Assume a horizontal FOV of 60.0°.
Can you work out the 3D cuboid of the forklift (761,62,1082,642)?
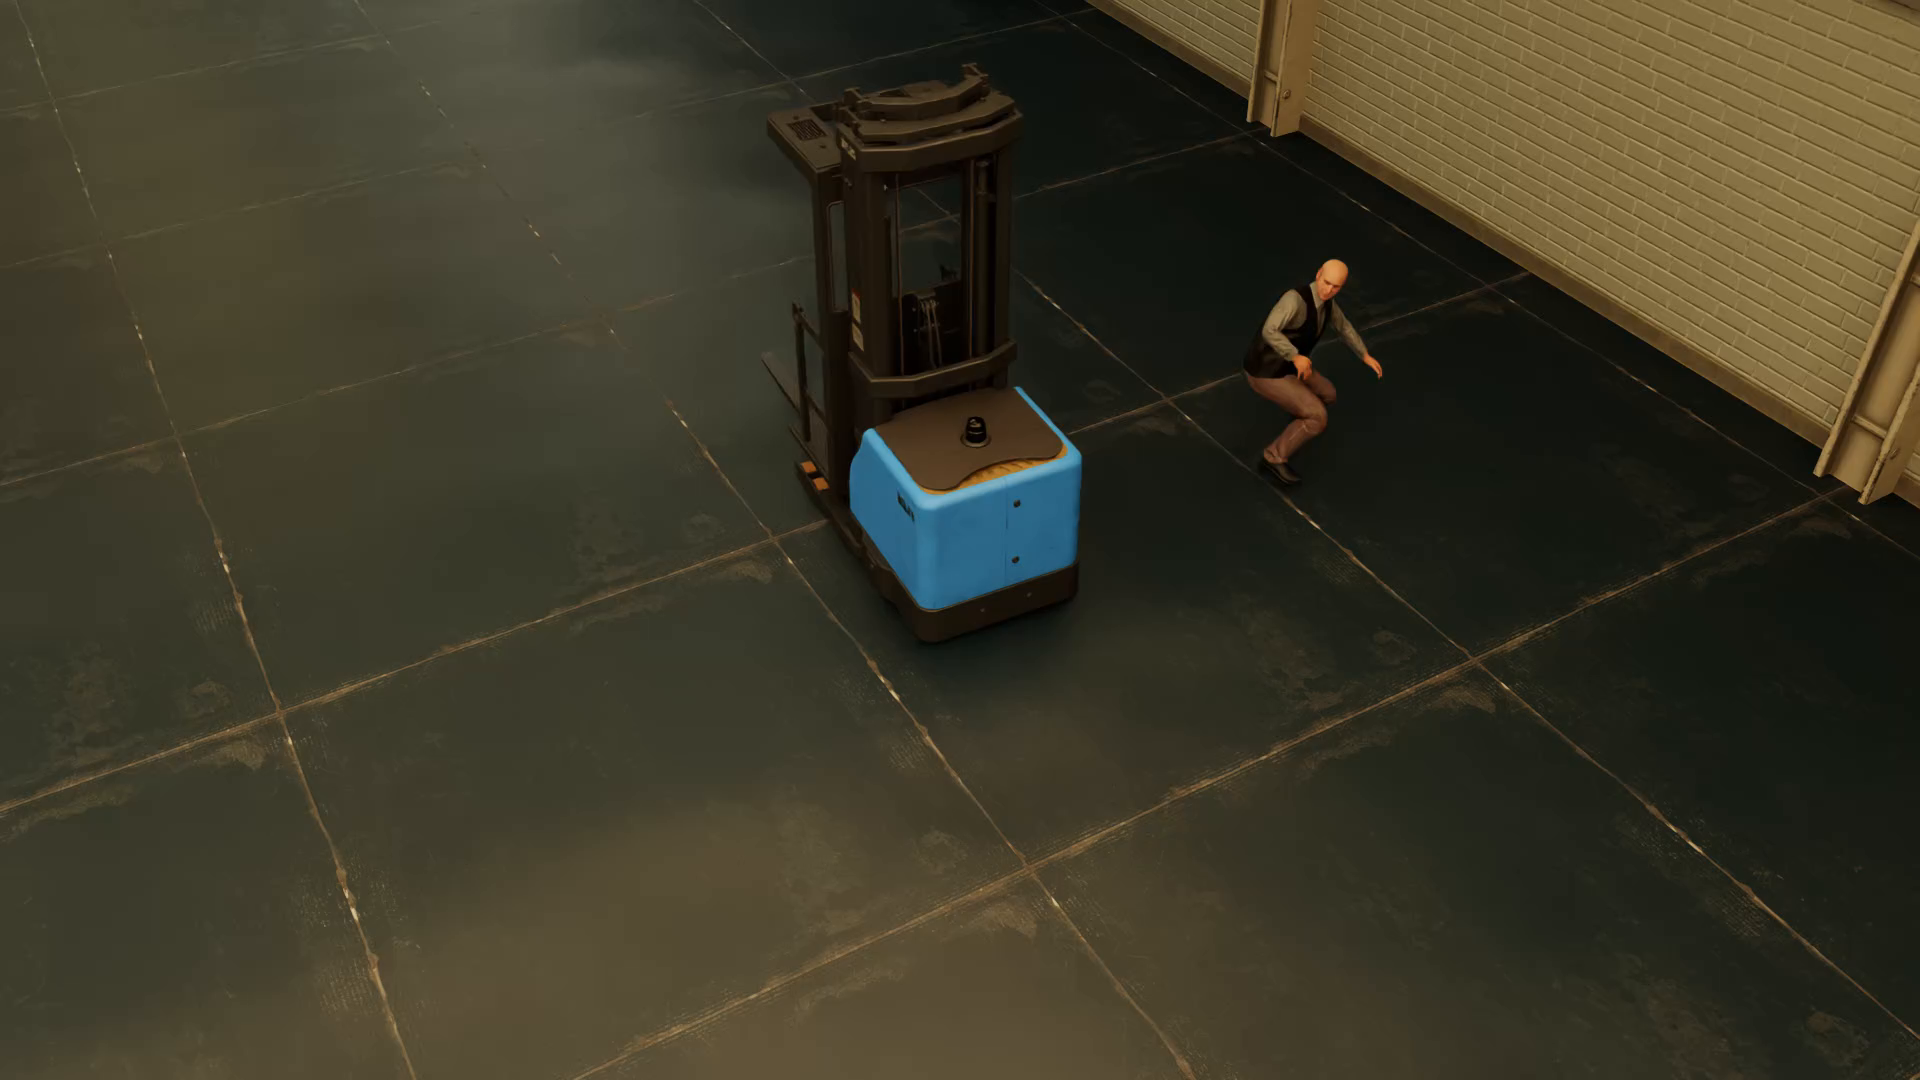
[{"bbox_3d":[-0.409,-1.477,9.817,1.130,2.935,3.031,-18,43,-20],"label":"forklift"}]

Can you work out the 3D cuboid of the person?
[{"bbox_3d":[2.229,-1.103,10.563,0.764,1.505,0.887,21,44,24],"label":"person"}]
